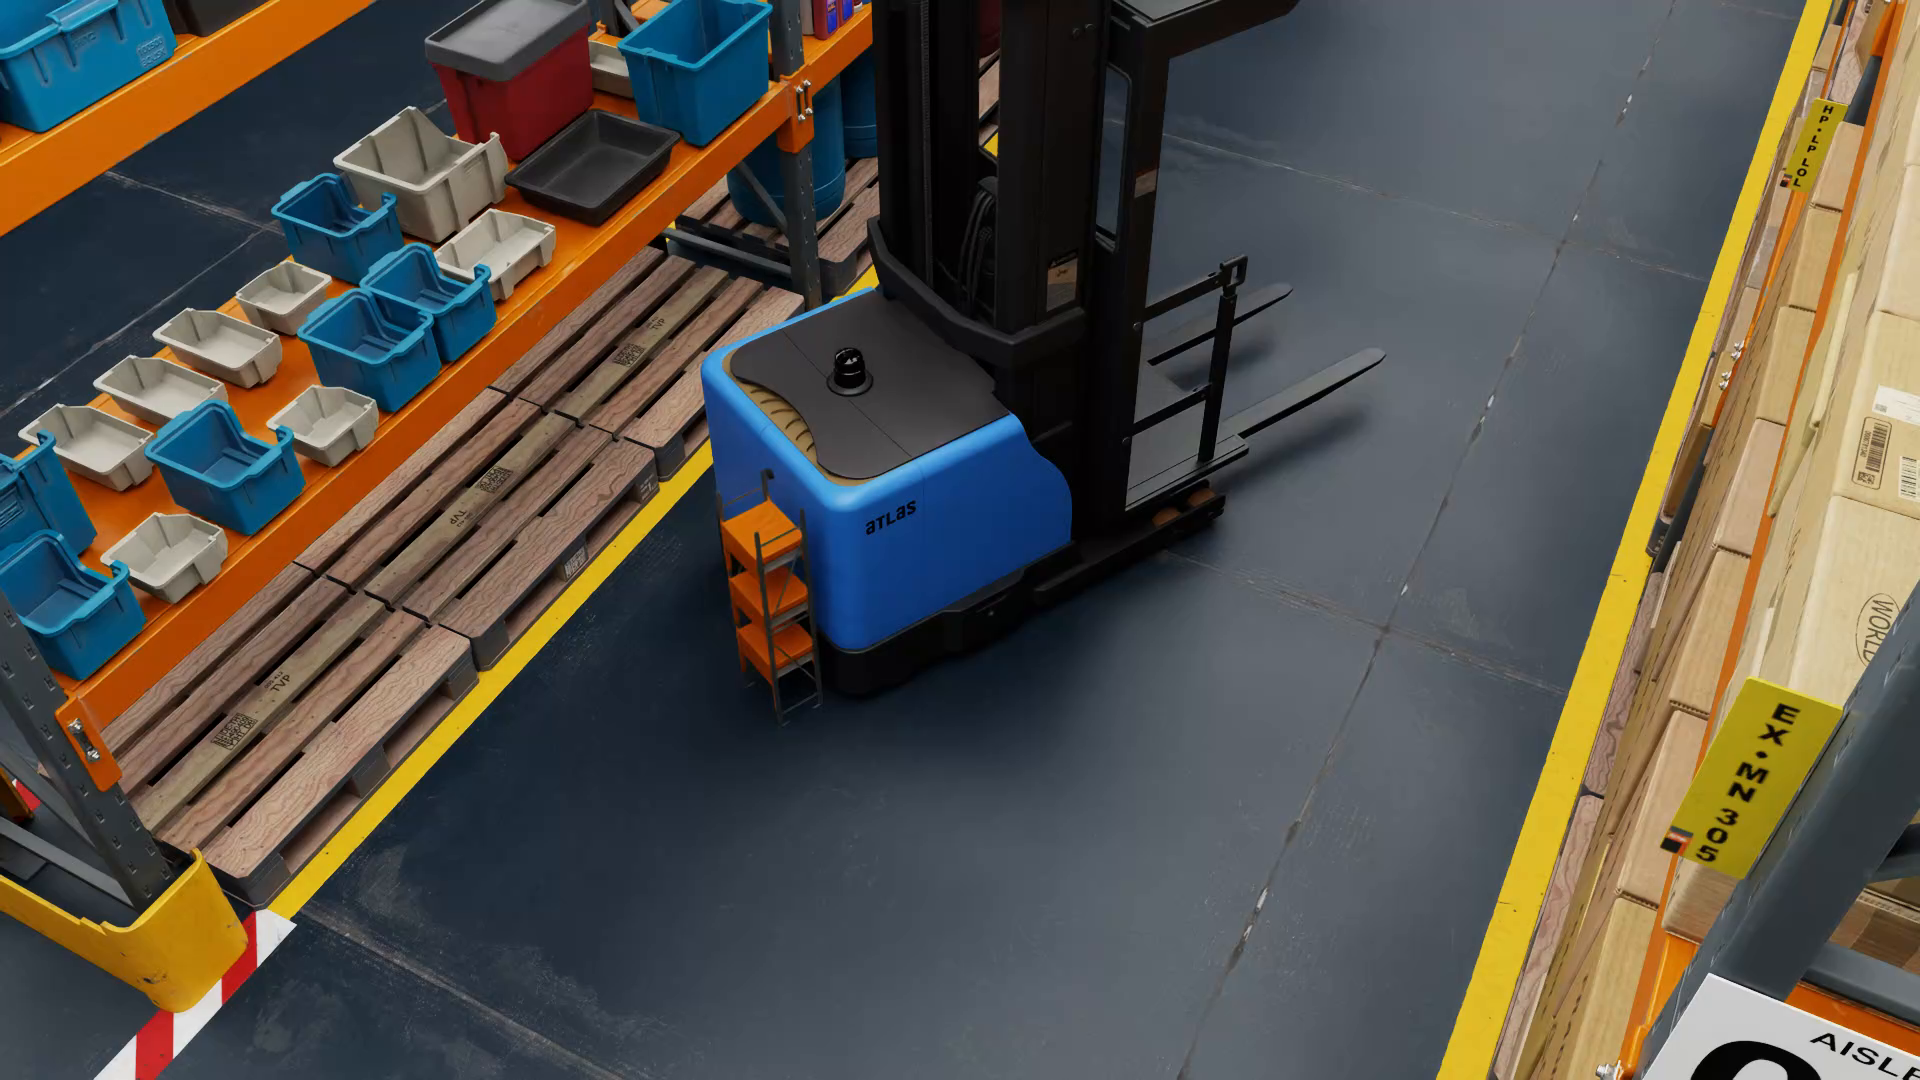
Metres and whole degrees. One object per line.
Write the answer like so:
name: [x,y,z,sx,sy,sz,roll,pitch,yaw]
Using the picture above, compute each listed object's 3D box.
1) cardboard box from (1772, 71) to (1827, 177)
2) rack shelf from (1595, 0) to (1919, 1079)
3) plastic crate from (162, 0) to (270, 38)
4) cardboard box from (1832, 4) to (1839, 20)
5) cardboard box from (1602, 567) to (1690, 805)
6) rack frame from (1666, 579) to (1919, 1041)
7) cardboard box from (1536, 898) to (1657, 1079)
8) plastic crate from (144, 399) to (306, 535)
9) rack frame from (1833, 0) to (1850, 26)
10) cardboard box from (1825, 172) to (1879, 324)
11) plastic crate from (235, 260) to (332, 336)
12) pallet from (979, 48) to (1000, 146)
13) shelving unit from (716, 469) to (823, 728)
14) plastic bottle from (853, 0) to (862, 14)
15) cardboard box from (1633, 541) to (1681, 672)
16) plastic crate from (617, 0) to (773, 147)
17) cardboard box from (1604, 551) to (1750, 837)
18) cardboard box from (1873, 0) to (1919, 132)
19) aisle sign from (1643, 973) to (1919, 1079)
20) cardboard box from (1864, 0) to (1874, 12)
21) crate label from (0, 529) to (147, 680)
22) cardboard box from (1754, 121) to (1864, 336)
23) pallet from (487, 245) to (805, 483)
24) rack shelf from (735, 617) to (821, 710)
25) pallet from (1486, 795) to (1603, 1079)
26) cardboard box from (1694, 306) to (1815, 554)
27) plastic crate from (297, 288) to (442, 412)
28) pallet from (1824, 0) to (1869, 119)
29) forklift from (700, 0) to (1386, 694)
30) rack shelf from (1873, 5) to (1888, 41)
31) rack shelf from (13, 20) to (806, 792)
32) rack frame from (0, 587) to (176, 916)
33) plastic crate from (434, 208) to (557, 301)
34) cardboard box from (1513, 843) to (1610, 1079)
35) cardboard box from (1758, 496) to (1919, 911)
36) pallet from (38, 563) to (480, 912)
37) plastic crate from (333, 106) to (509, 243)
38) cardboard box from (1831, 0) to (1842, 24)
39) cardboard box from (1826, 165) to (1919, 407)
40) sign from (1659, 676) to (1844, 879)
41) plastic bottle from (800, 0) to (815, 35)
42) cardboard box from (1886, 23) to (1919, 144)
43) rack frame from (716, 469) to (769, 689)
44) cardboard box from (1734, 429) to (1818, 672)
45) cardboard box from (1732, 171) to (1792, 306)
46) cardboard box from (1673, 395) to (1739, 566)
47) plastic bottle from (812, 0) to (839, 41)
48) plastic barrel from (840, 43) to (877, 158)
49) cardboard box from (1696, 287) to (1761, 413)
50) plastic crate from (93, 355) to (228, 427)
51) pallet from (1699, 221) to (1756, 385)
cardboard box: [4.397,-1.951,8.297,0.500,0.500,0.500,19,48,18]
rack shelf: [2.315,-0.221,3.536,1.077,0.370,4.000,20,49,19]
plastic crate: [-2.047,-1.701,4.537,0.504,0.338,0.767,20,49,19]
cardboard box: [5.128,-2.792,9.318,0.500,0.250,0.500,22,49,20]
cardboard box: [2.061,0.476,4.380,0.500,0.500,0.500,20,49,19]
rack frame: [1.386,-0.268,0.968,1.000,3.000,0.127,20,49,19]
cardboard box: [1.349,1.083,3.077,0.500,0.500,0.500,20,49,19]
plastic crate: [-2.288,-0.221,5.215,0.416,0.233,0.300,20,49,19]
rack frame: [5.100,-3.199,8.083,1.000,3.000,0.127,20,49,19]
cardboard box: [2.100,-0.512,3.423,0.500,0.250,0.500,20,49,19]
plastic crate: [-2.405,-0.853,5.907,0.298,0.136,0.250,20,49,19]
pallet: [-0.182,-2.580,9.432,1.003,0.211,1.213,20,49,19]
shelving unit: [-0.683,0.234,6.060,0.215,1.050,0.252,-29,52,-25]
plastic bottle: [-0.495,-2.500,7.531,0.097,0.201,0.097,0,45,0]
cardboard box: [2.857,0.304,6.201,0.500,0.311,0.500,20,49,19]
plastic crate: [-1.057,-1.926,6.793,0.392,0.384,0.575,20,49,19]
cardboard box: [1.819,0.436,3.716,0.500,0.500,0.500,22,49,20]
cardboard box: [2.562,-1.143,4.047,0.500,0.250,0.500,20,49,19]
aisle sign: [1.083,0.869,2.234,0.394,0.787,0.004,20,49,19]
cardboard box: [4.314,-2.435,6.962,0.700,0.500,0.500,30,52,26]
crate label: [-2.593,0.194,4.805,0.416,0.233,0.303,20,49,19]
cardboard box: [2.775,-0.862,4.999,0.500,0.500,0.500,22,49,20]
pallet: [-1.450,-0.861,7.732,1.003,0.211,1.213,20,49,19]
rack shelf: [-0.683,0.437,6.265,0.215,0.259,0.240,-29,52,-25]
pallet: [2.358,1.505,5.394,1.003,0.211,1.213,20,49,19]
cardboard box: [2.297,-0.213,4.358,0.500,0.500,0.500,19,48,18]
plastic crate: [-1.982,-0.636,5.625,0.416,0.233,0.300,20,49,19]
pallet: [4.201,-1.905,6.938,1.003,0.211,1.213,20,49,19]
forklift: [0.511,-1.288,6.242,3.031,2.935,1.130,-27,51,-24]
rack shelf: [4.171,-2.741,6.026,1.077,0.370,4.000,20,49,19]
rack shelf: [-2.071,-0.804,6.221,1.077,0.370,4.000,20,49,19]
rack frame: [-2.999,0.203,4.720,1.000,3.000,0.127,20,49,19]
plastic crate: [-1.685,-1.049,6.101,0.293,0.136,0.466,20,49,19]
cardboard box: [1.591,1.106,3.758,0.500,0.500,0.500,21,49,19]
cardboard box: [1.399,0.256,2.313,0.500,0.250,0.500,20,49,19]
pallet: [-2.582,0.676,6.213,1.003,0.211,1.213,20,49,19]
plastic crate: [-2.015,-1.395,6.341,0.437,0.282,0.530,20,49,19]
cardboard box: [5.125,-2.988,9.118,0.500,0.311,0.500,22,49,20]
cardboard box: [1.866,-0.373,2.935,0.500,0.250,0.500,20,49,19]
sign: [0.904,0.279,1.913,0.100,0.325,0.005,20,49,19]
plastic bottle: [-0.673,-2.440,7.367,0.144,0.351,0.185,20,49,19]
cardboard box: [2.324,-1.005,3.560,0.500,0.250,0.500,20,49,19]
rack frame: [-0.757,0.165,6.128,0.200,1.050,0.008,-29,52,-25]
cardboard box: [1.633,0.117,2.802,0.500,0.250,0.500,20,49,19]
cardboard box: [3.922,-1.306,7.660,0.500,0.500,0.500,19,48,18]
cardboard box: [2.530,-0.160,5.008,0.500,0.500,0.500,21,49,20]
plastic bottle: [-0.595,-2.366,7.341,0.061,0.283,0.133,20,49,19]
plastic barrel: [-0.546,-2.510,8.582,0.600,0.901,0.708,20,49,19]
cardboard box: [3.455,-0.669,7.030,0.500,0.500,0.500,21,49,19]
plastic crate: [-2.634,-0.477,5.535,0.396,0.136,0.243,20,49,19]
pallet: [4.152,-0.995,7.865,1.003,0.211,1.213,20,49,19]
